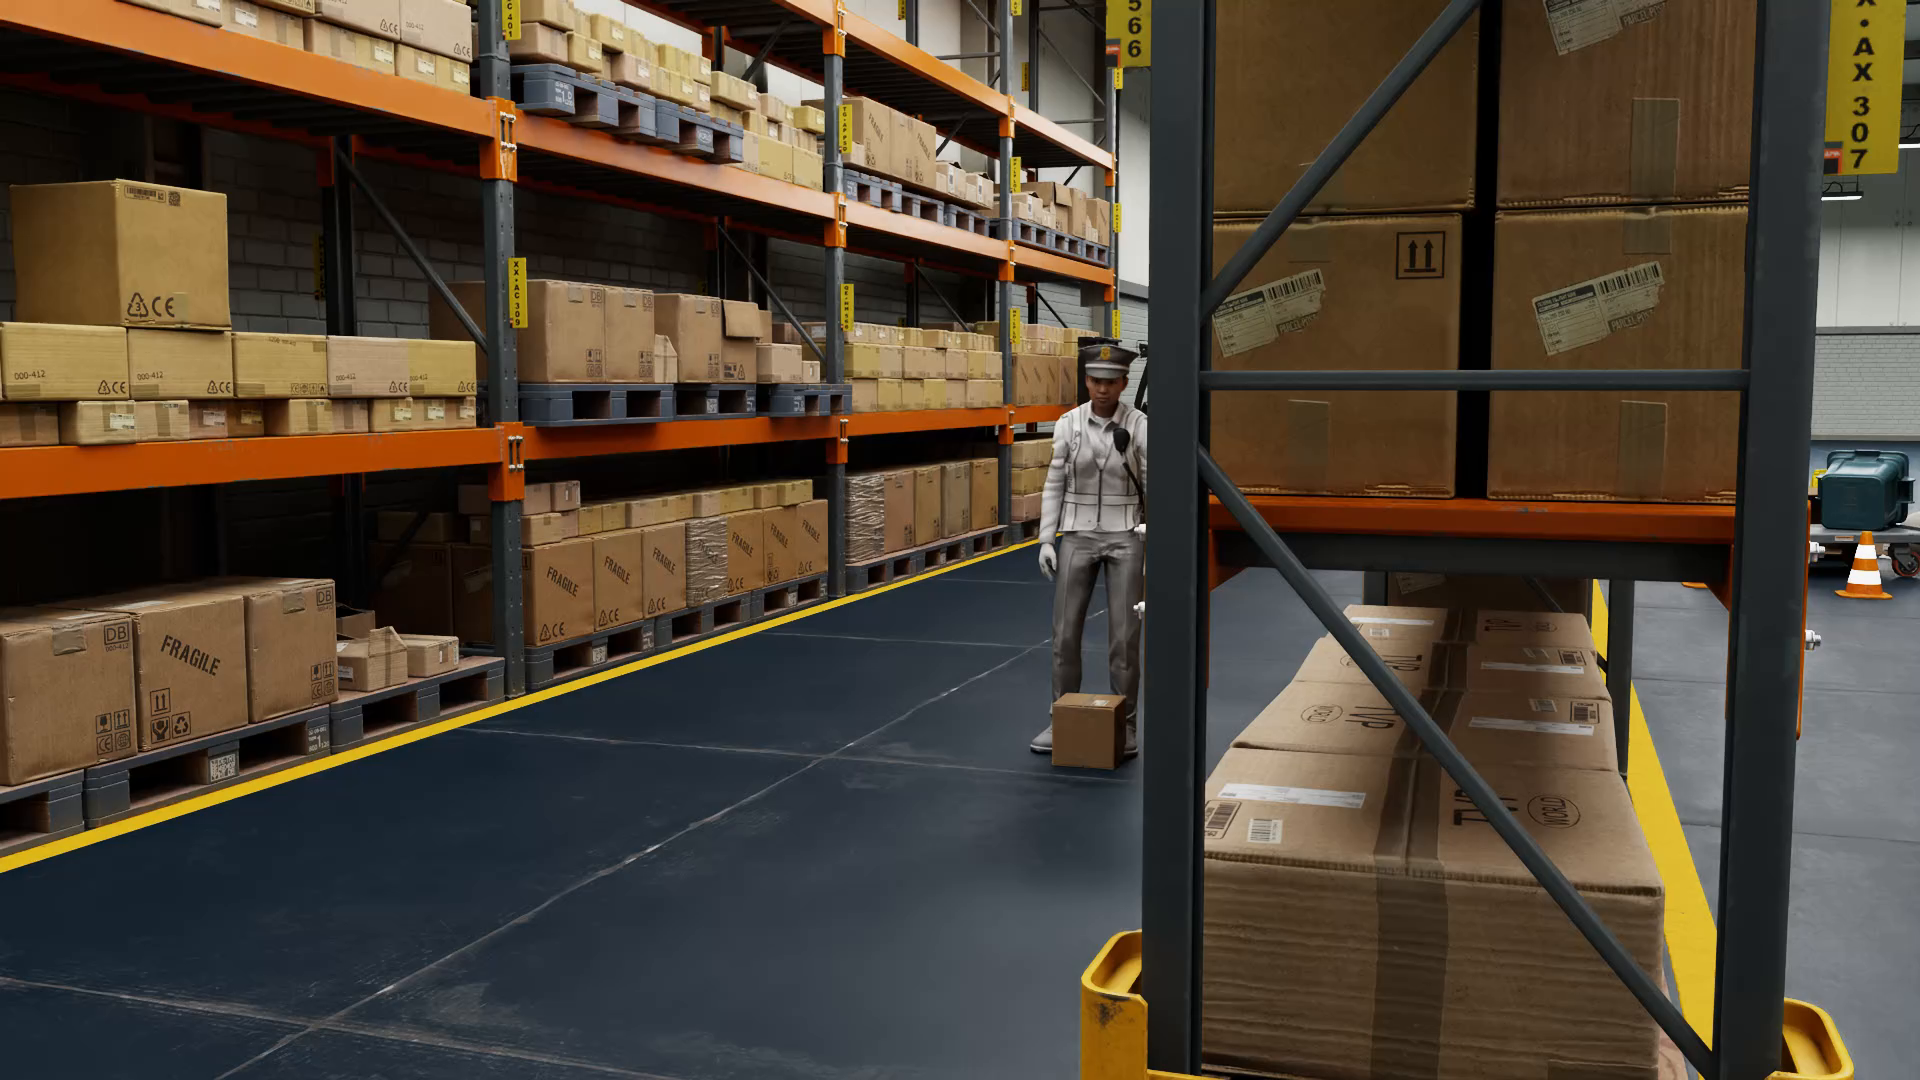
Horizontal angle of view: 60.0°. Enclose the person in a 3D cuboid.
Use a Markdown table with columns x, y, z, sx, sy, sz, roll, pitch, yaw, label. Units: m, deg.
| x | y | z | sx | sy | sz | roll | pitch | yaw | label |
| --- | --- | --- | --- | --- | --- | --- | --- | --- | --- |
| 0.582 | 0.037 | 6.818 | 0.548 | 1.665 | 0.374 | 1 | 5 | 14 | person |
